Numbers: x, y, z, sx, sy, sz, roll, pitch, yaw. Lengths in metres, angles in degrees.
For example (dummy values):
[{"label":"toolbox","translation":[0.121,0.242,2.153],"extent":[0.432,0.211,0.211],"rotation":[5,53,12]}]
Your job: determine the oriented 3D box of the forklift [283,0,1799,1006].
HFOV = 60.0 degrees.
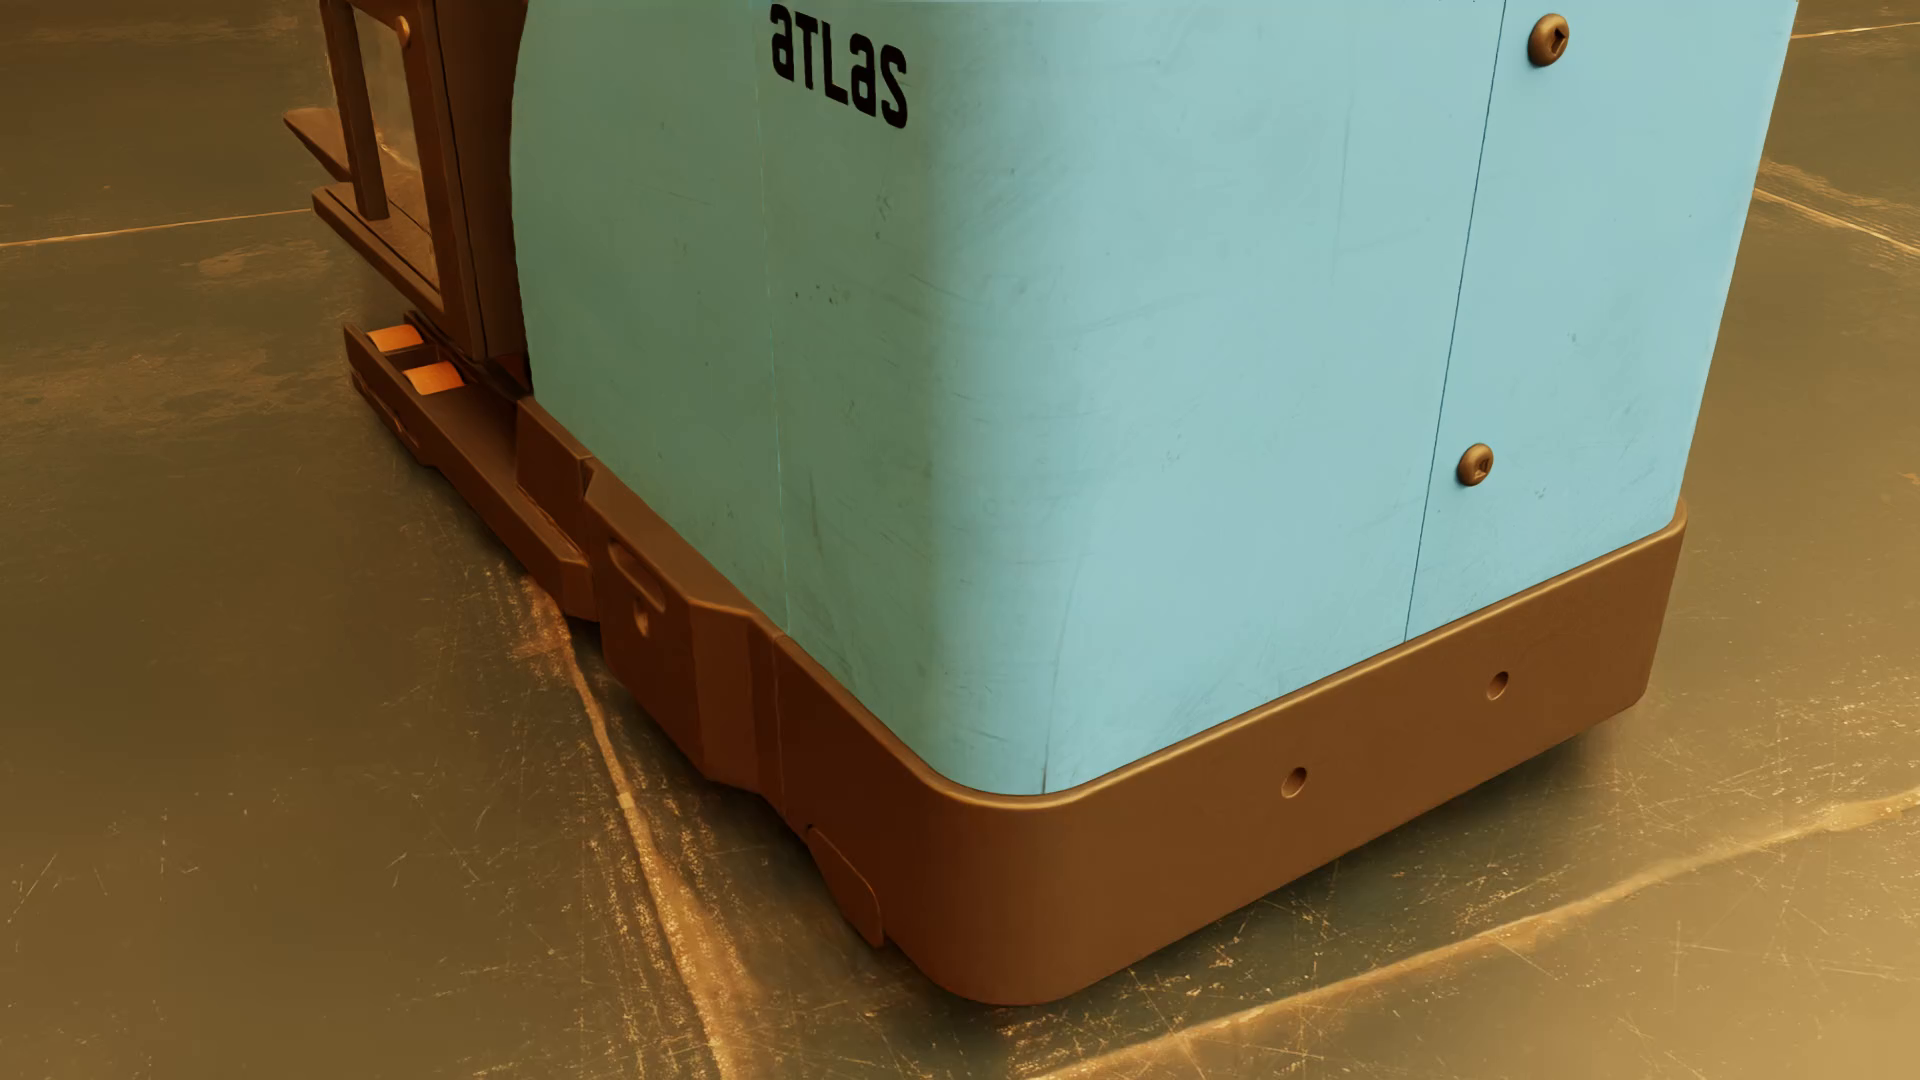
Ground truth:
[{"label":"forklift","translation":[-0.391,-1.514,2.196],"extent":[1.130,2.935,3.031],"rotation":[-18,35,-29]}]
